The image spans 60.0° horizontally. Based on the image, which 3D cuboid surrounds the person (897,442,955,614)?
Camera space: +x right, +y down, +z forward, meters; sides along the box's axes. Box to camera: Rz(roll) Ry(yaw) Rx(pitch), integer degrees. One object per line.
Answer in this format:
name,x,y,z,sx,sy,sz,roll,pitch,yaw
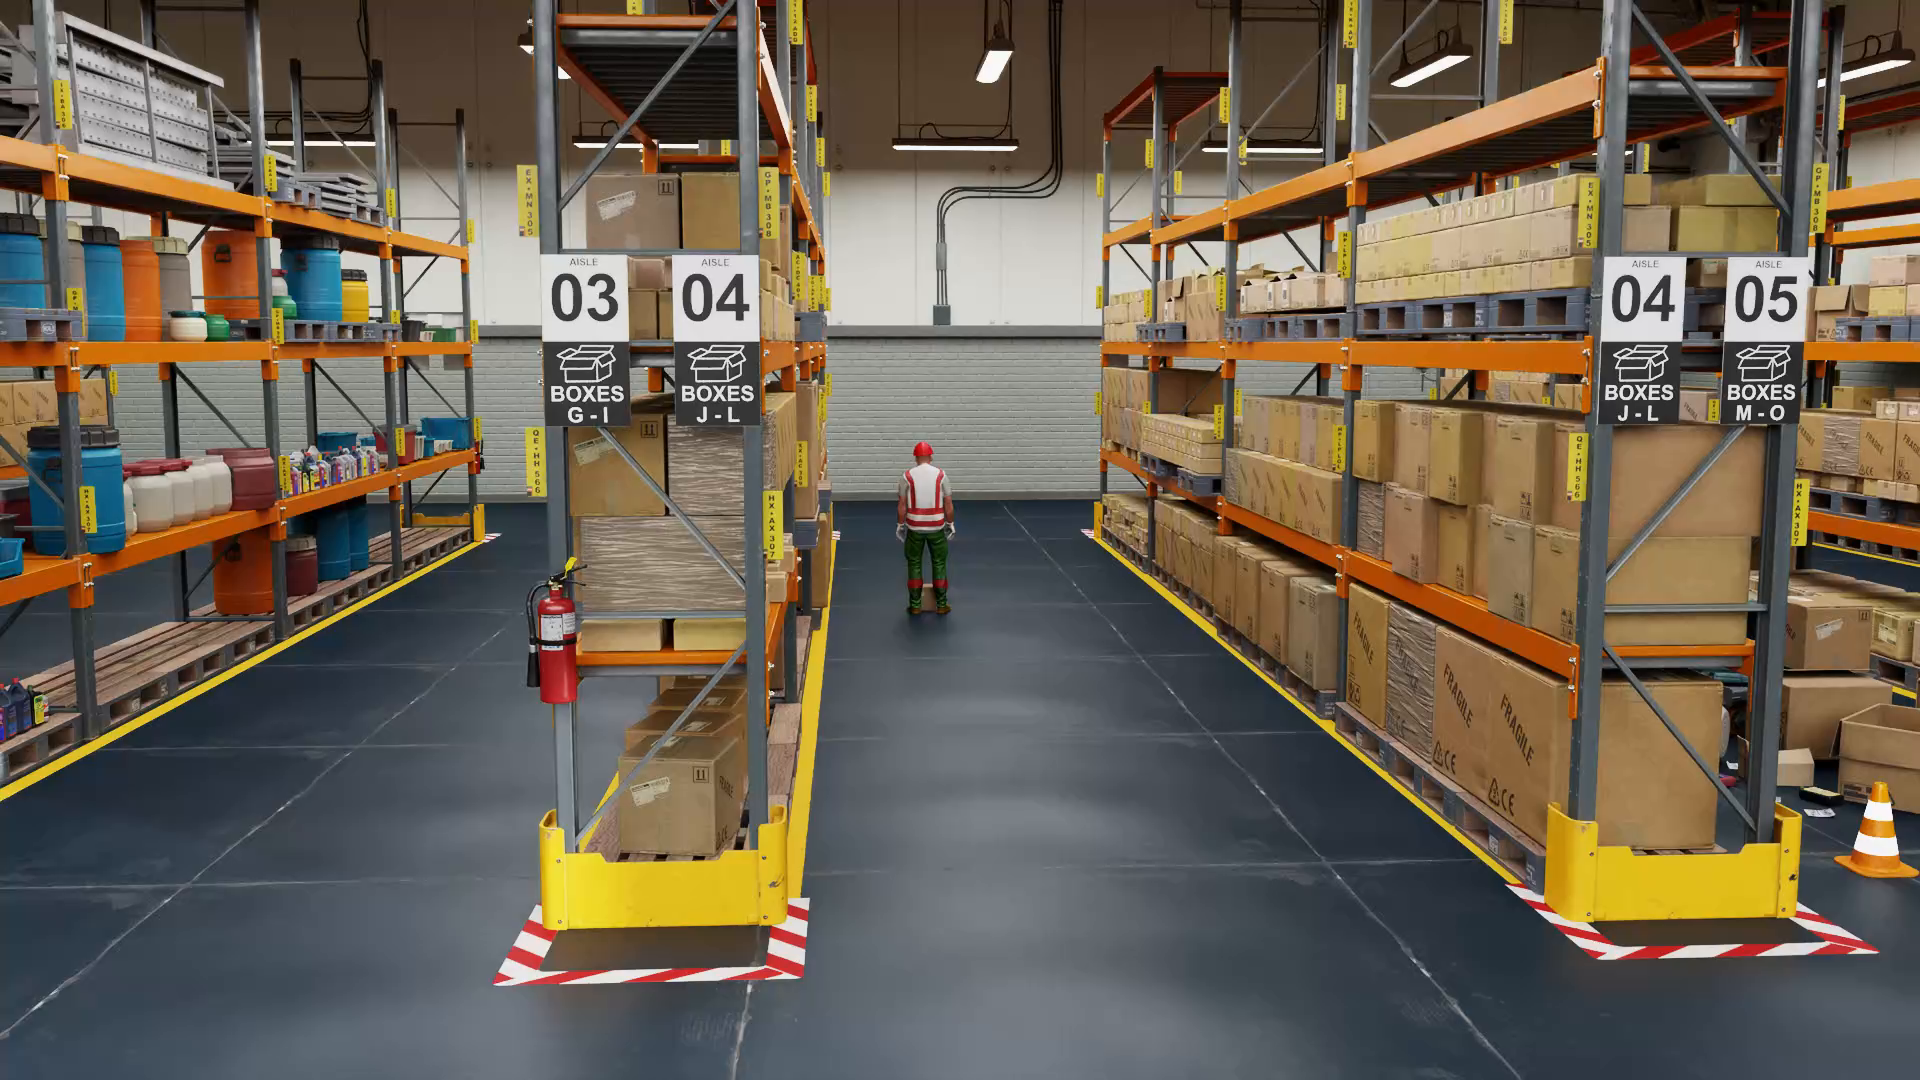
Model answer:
person,-0.354,-0.126,17.238,0.607,1.778,0.452,0,7,-4
